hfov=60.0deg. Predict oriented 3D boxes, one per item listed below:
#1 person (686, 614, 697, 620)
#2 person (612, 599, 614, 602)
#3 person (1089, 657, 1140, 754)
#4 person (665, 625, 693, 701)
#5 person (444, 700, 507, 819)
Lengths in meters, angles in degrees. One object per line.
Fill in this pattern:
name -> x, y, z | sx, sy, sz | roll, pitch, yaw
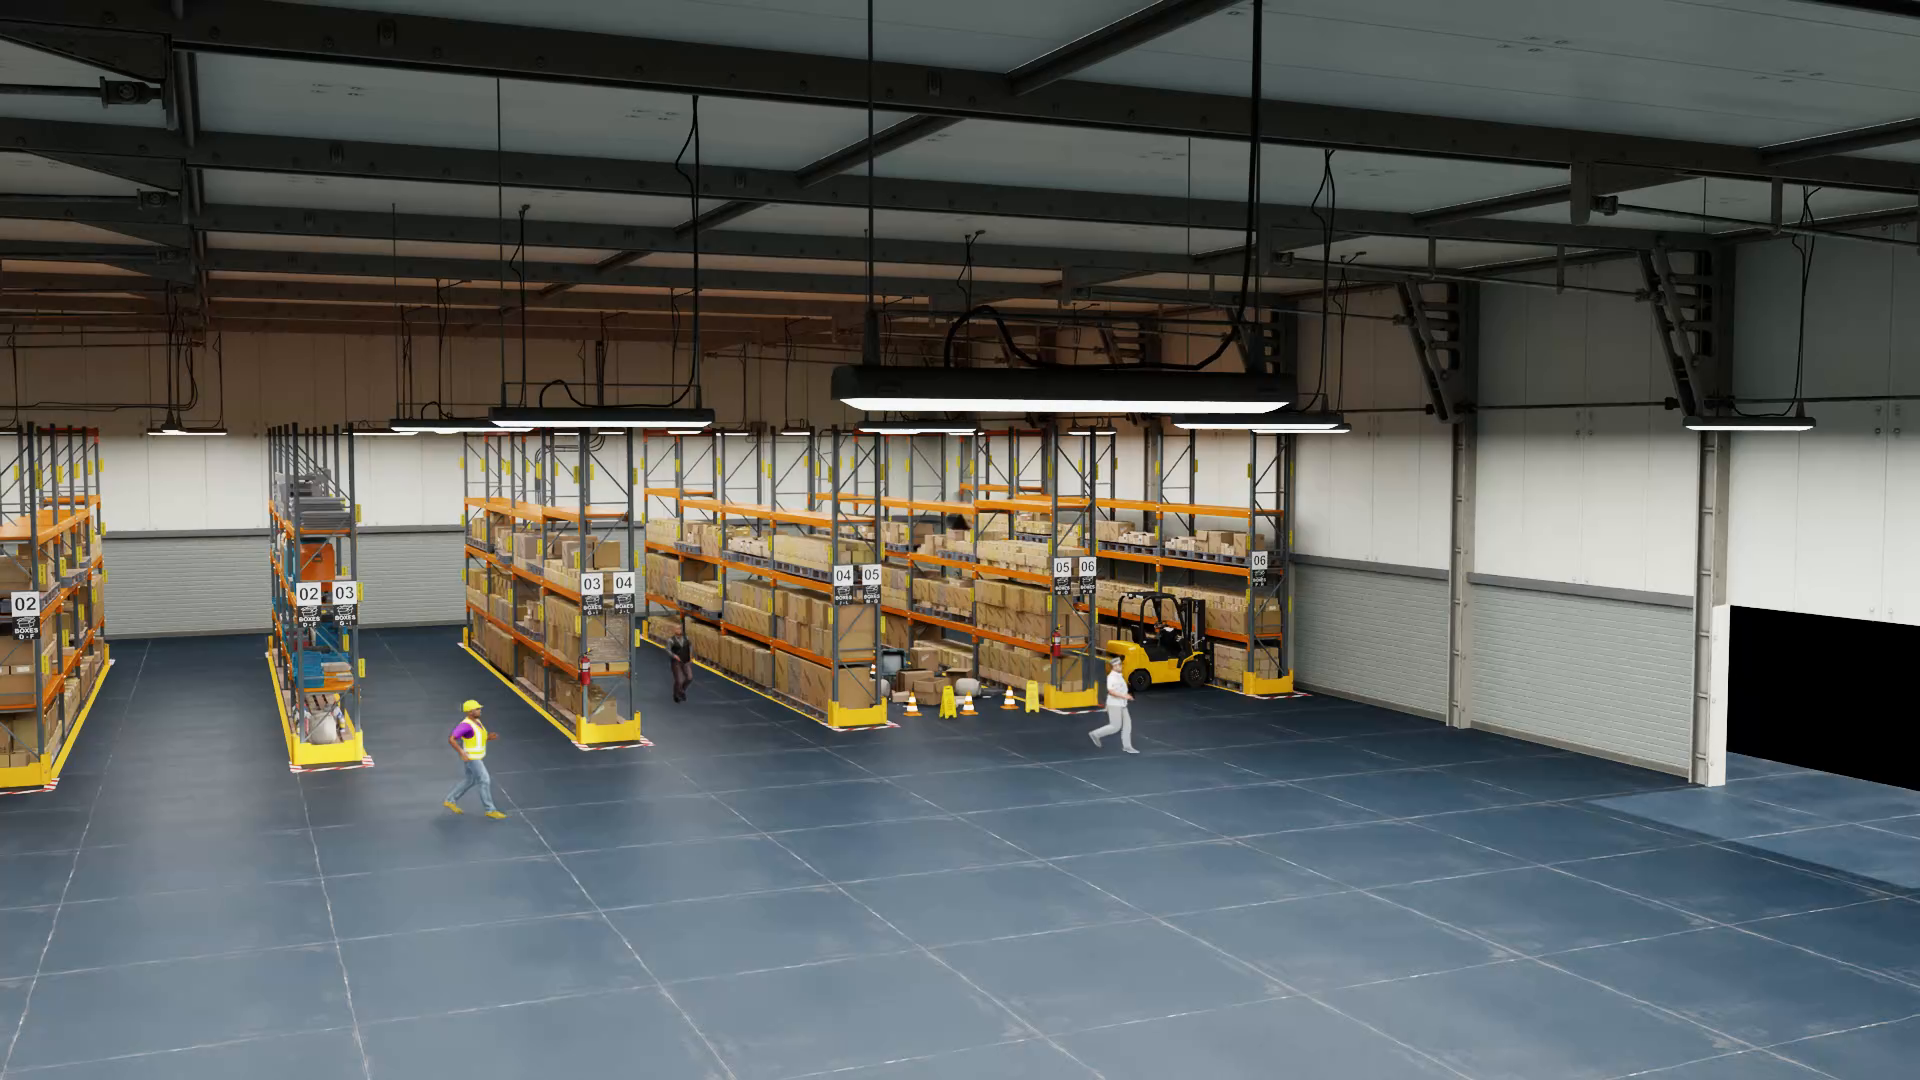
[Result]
person -> -8.167, 1.915, 49.271 | 0.848, 1.540, 0.600 | 2, 4, 31
person -> -9.076, 2.119, 44.797 | 0.688, 1.773, 0.840 | -1, 4, -21
person -> 2.818, 2.998, 30.196 | 0.917, 1.777, 0.670 | 1, 4, 17
person -> -6.048, 2.675, 36.049 | 0.672, 1.674, 0.610 | -2, 4, -29
person -> -7.291, 3.285, 24.950 | 0.959, 1.772, 0.693 | 0, 3, -4
